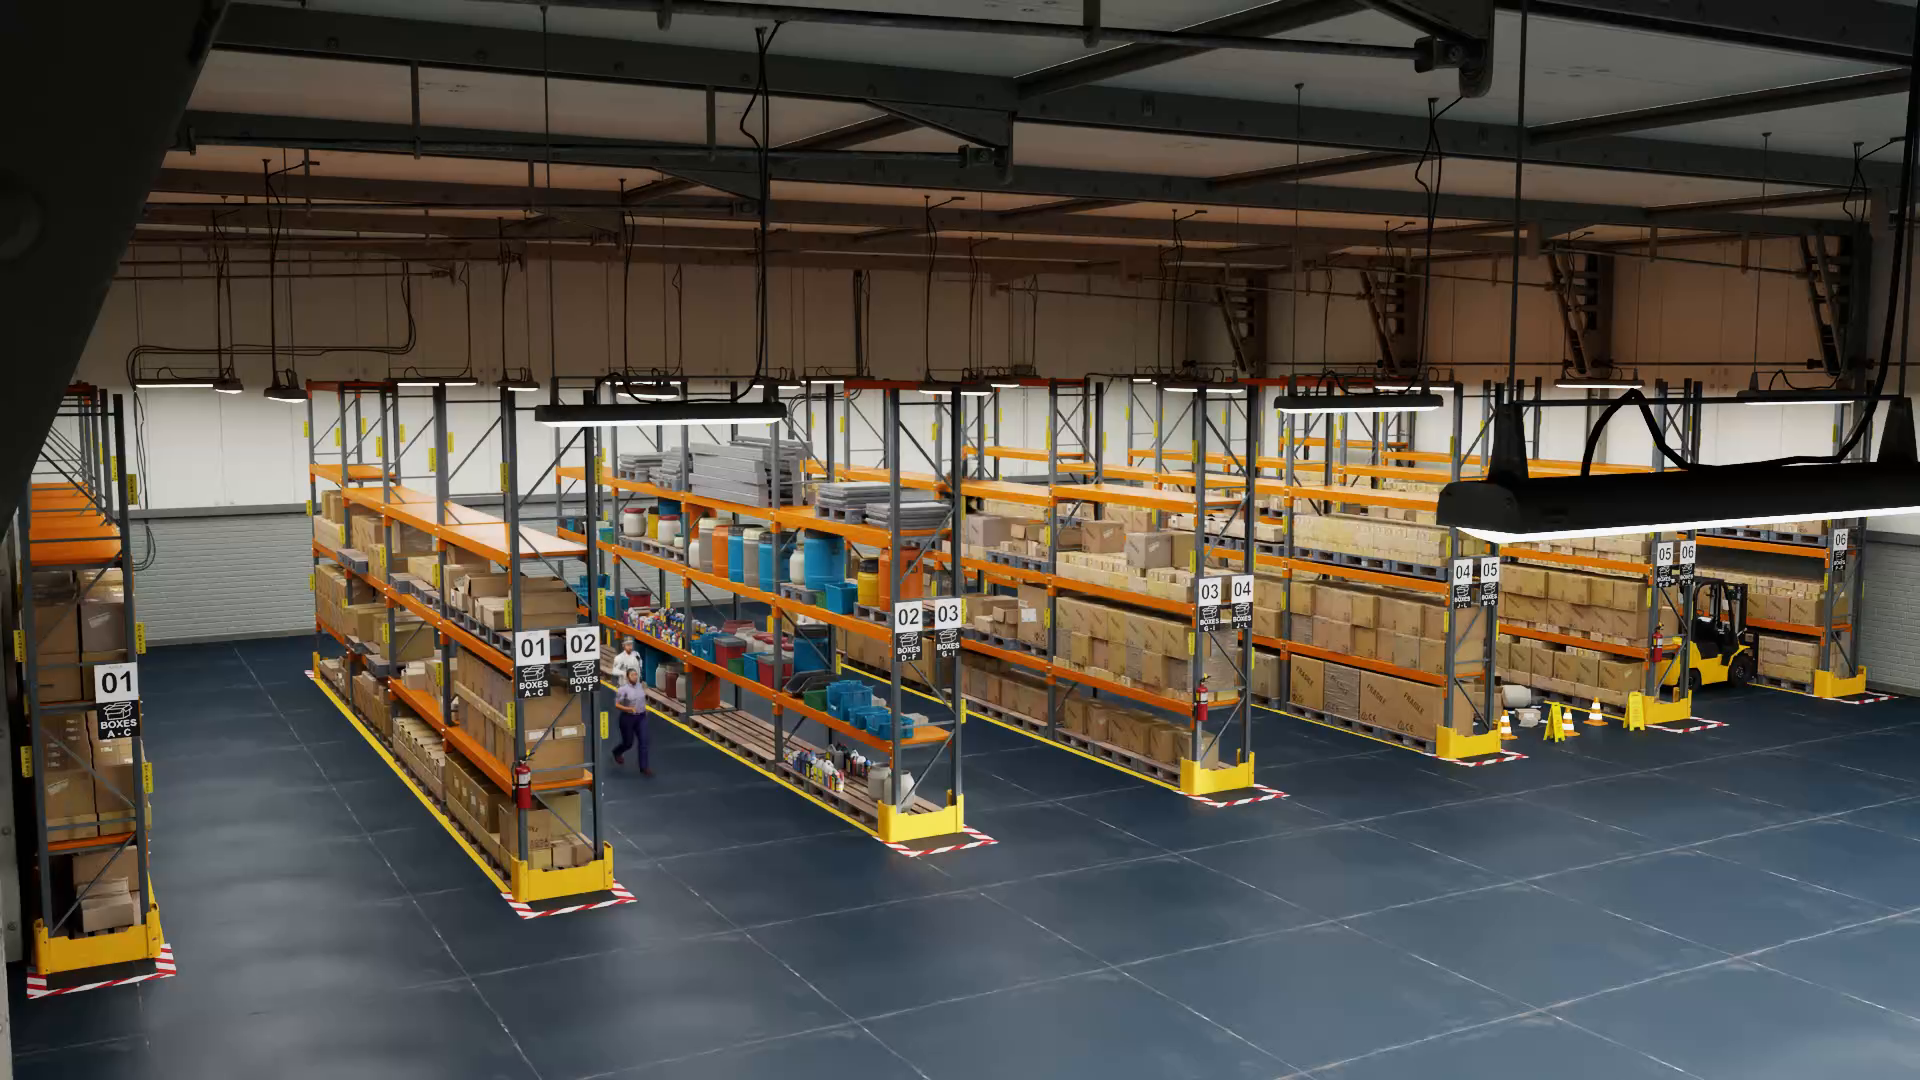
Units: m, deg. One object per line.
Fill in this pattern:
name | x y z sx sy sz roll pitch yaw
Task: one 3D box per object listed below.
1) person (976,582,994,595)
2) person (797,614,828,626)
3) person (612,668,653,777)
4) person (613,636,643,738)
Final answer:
person | 0.630 0.979 42.674 0.892 1.585 0.537 -5 8 -37
person | -2.889 1.868 33.210 0.725 1.620 1.006 -3 7 -28
person | -5.053 2.787 25.662 0.608 1.643 0.903 -6 8 -43
person | -5.625 2.493 28.286 0.594 1.753 0.753 -3 7 -27
